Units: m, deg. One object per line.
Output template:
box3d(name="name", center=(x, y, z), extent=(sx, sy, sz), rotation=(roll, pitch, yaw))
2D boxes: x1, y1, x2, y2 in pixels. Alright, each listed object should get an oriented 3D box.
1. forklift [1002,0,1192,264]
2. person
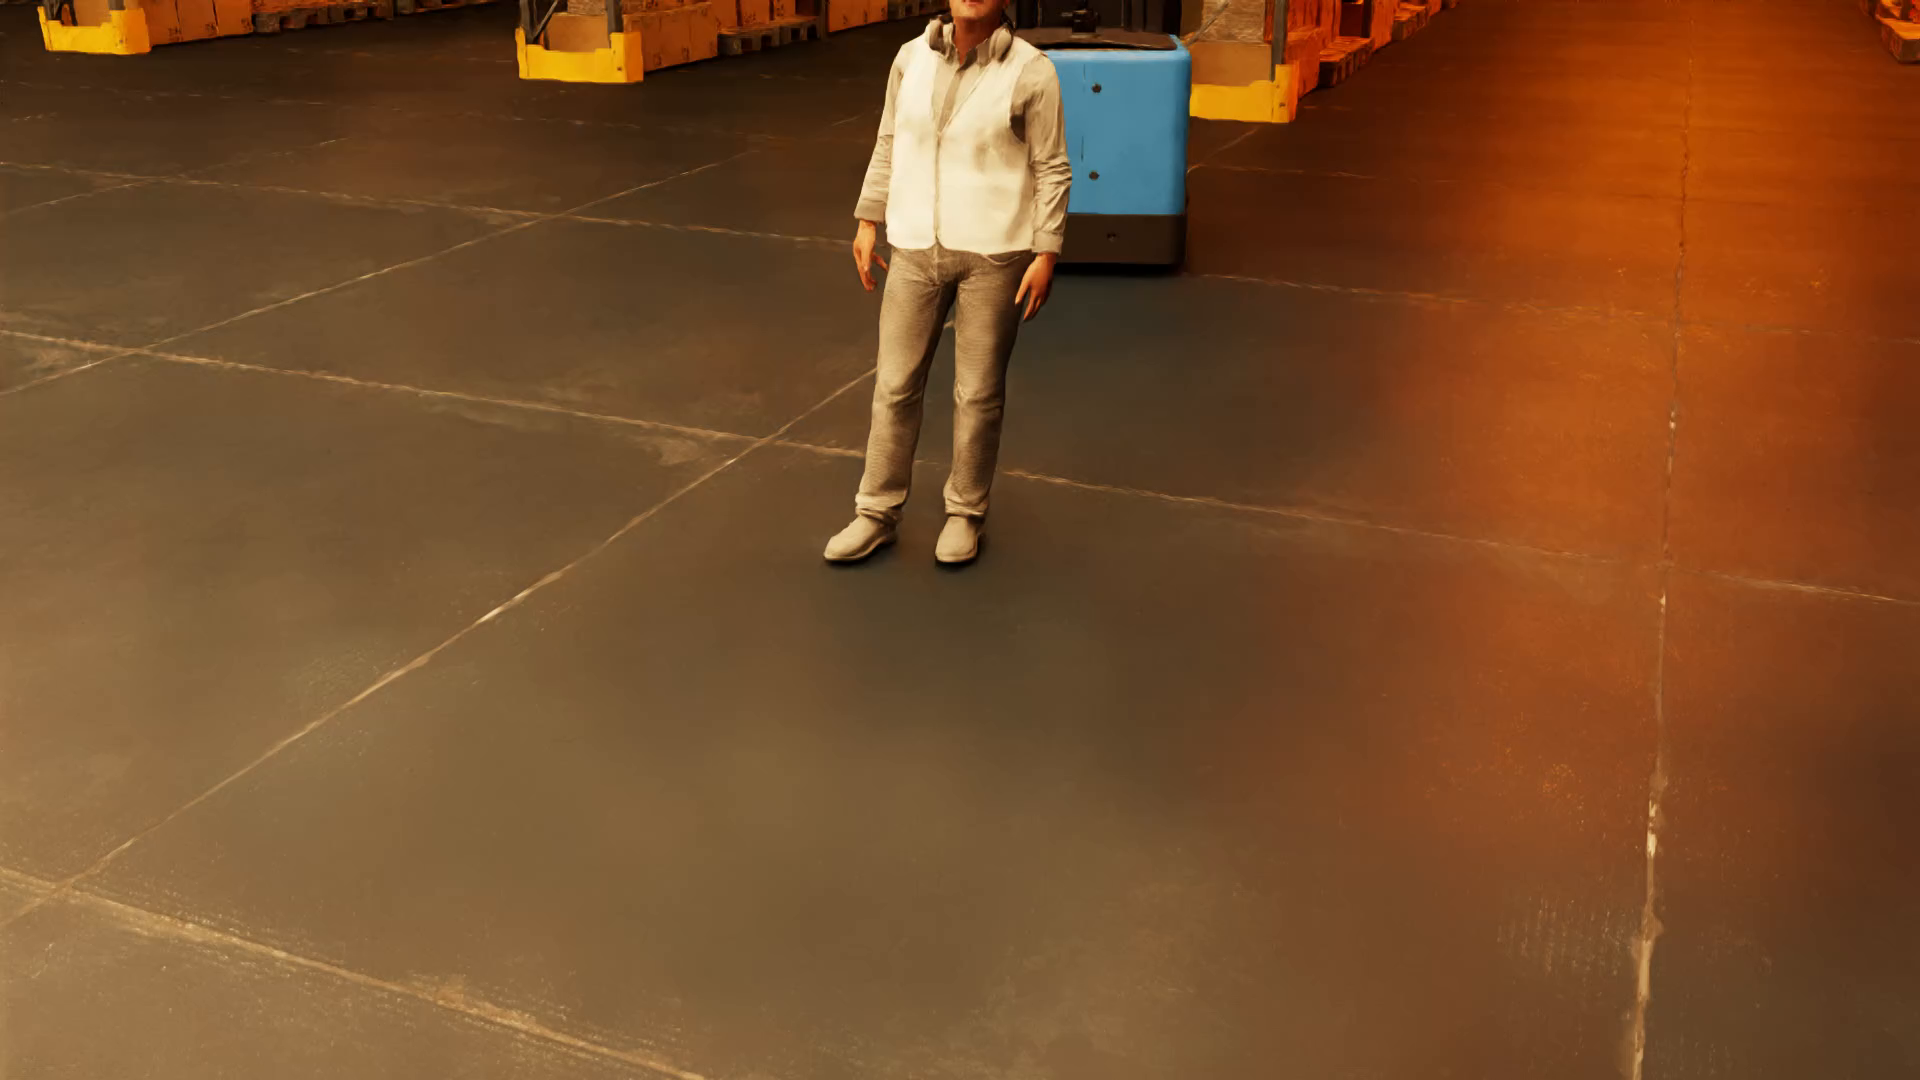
box3d(name="forklift", center=(0.649, -3.228, 9.016), extent=(1.130, 2.935, 3.031), rotation=(1, 23, 2))
box3d(name="person", center=(-0.031, -0.804, 4.698), extent=(0.632, 1.773, 0.567), rotation=(9, 24, 21))
